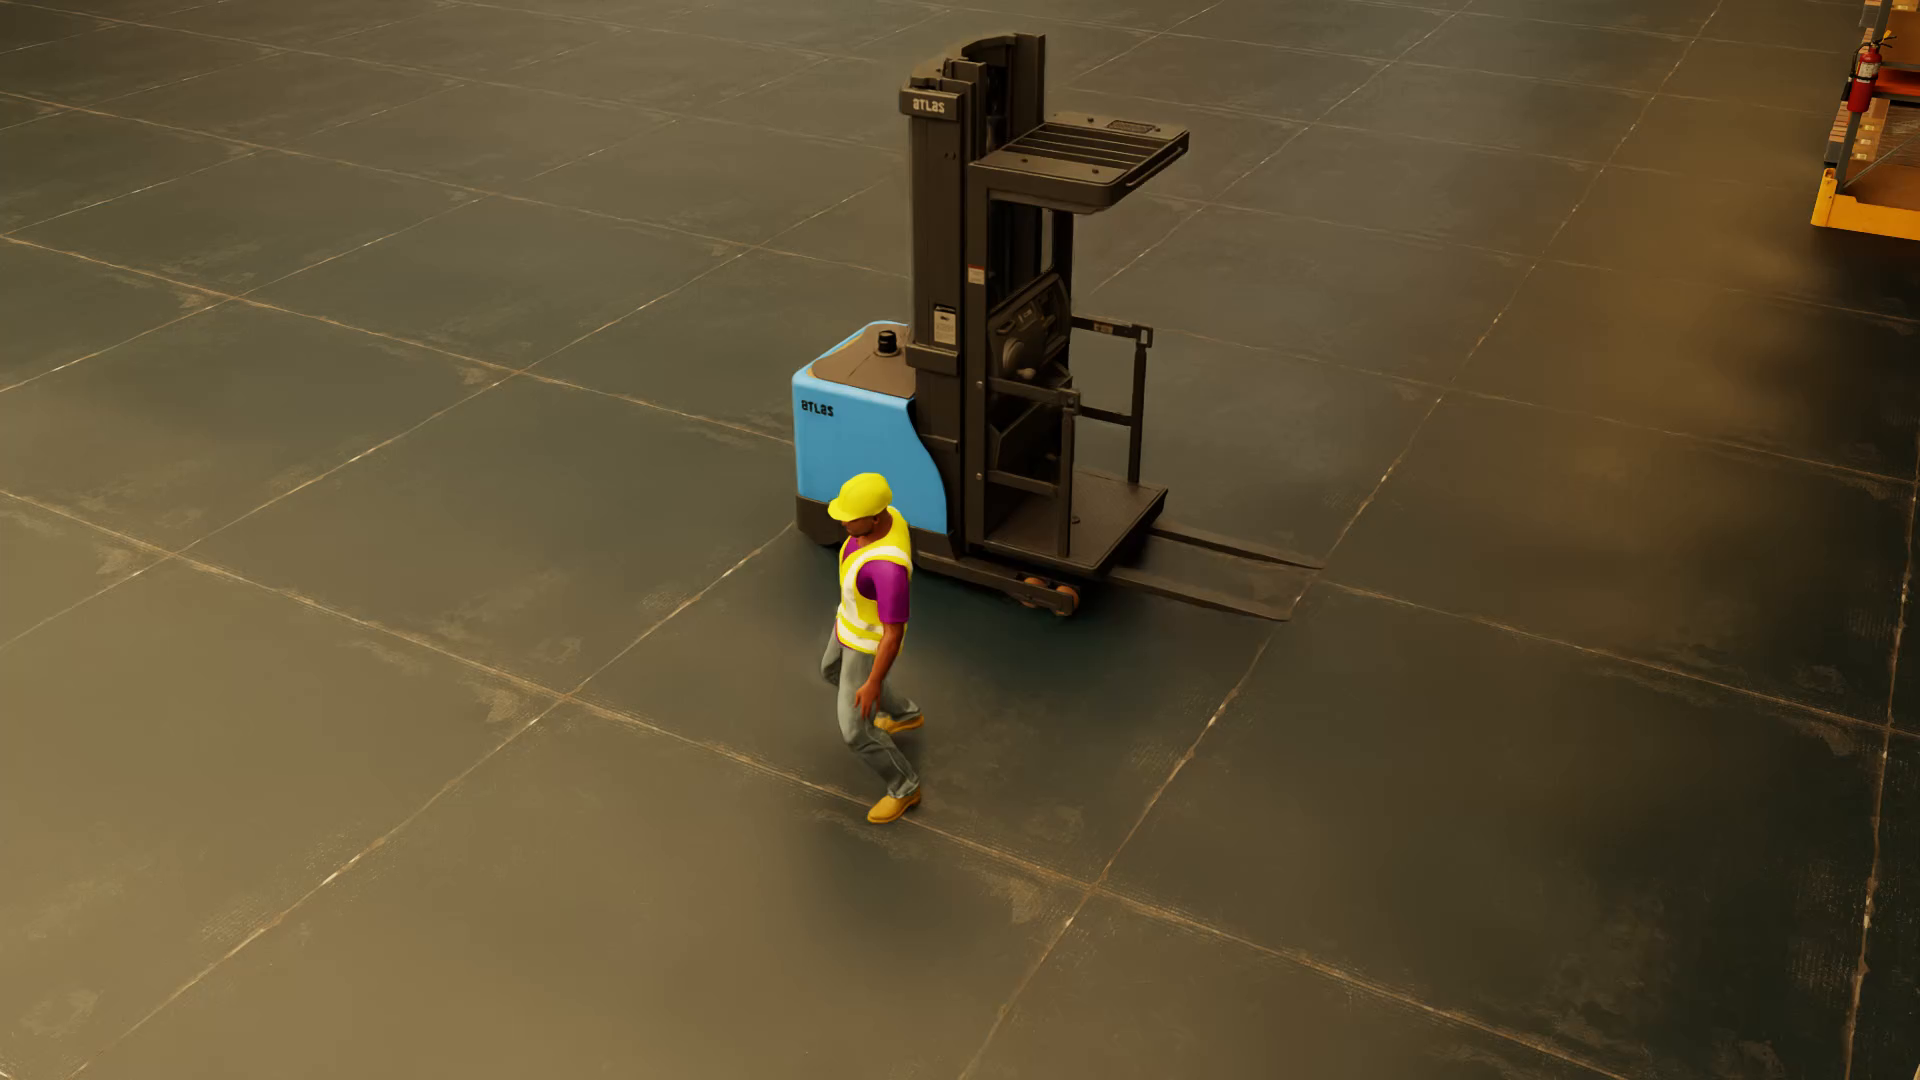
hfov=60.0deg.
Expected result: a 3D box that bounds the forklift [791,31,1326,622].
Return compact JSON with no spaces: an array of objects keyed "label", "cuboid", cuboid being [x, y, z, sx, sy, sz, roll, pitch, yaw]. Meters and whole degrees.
[{"label":"forklift","cuboid":[0.563,-1.148,9.060,3.031,2.935,1.130,15,33,24]}]

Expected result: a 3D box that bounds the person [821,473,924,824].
[{"label":"person","cuboid":[-0.406,0.390,7.661,0.493,1.679,0.947,-2,30,-4]}]
